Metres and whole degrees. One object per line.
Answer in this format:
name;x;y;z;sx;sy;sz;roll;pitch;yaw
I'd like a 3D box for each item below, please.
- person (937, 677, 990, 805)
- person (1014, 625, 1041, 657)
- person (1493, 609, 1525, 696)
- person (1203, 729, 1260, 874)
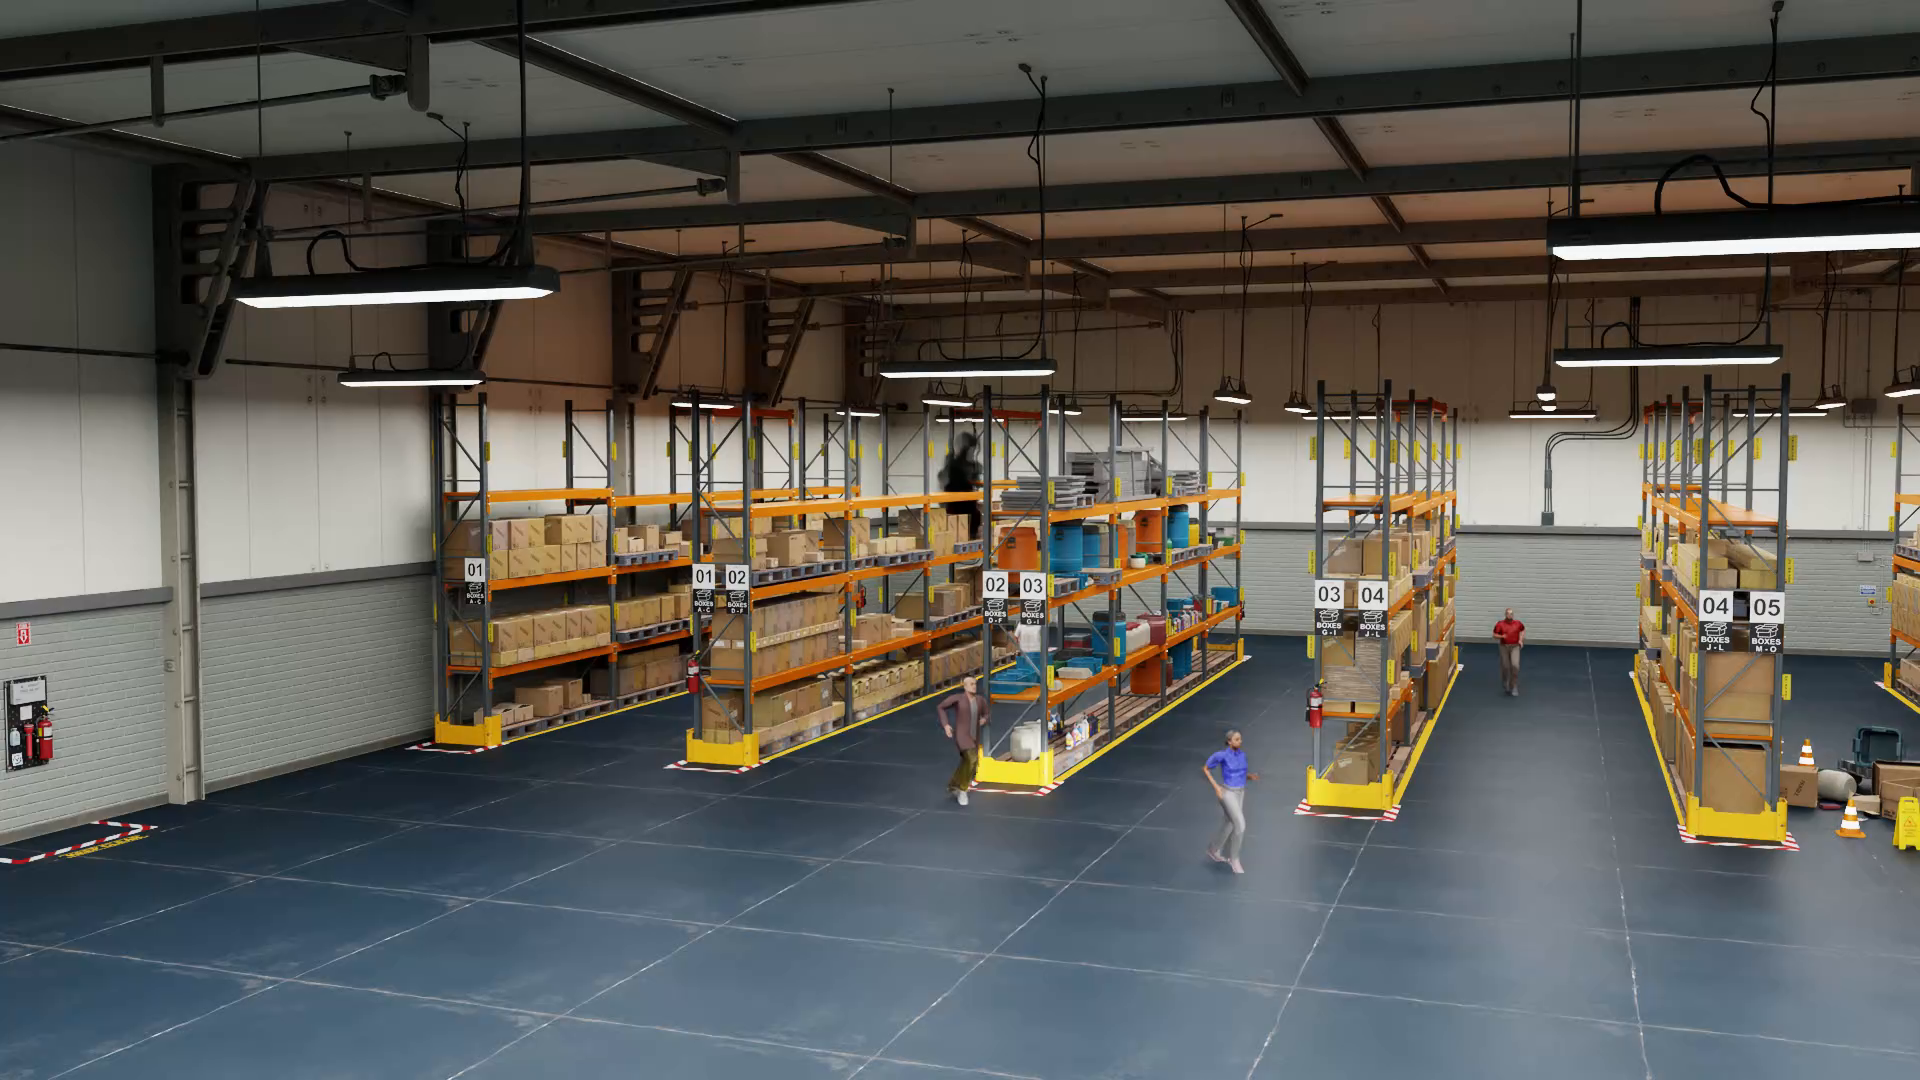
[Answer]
person;0.096;2.860;23.842;0.702;1.796;0.710;-3;4;-42
person;1.454;2.314;34.520;0.700;1.734;0.708;0;3;9
person;11.372;2.312;34.452;0.649;1.785;0.862;1;3;16
person;3.254;3.132;19.929;0.546;1.704;0.741;-3;4;-44
